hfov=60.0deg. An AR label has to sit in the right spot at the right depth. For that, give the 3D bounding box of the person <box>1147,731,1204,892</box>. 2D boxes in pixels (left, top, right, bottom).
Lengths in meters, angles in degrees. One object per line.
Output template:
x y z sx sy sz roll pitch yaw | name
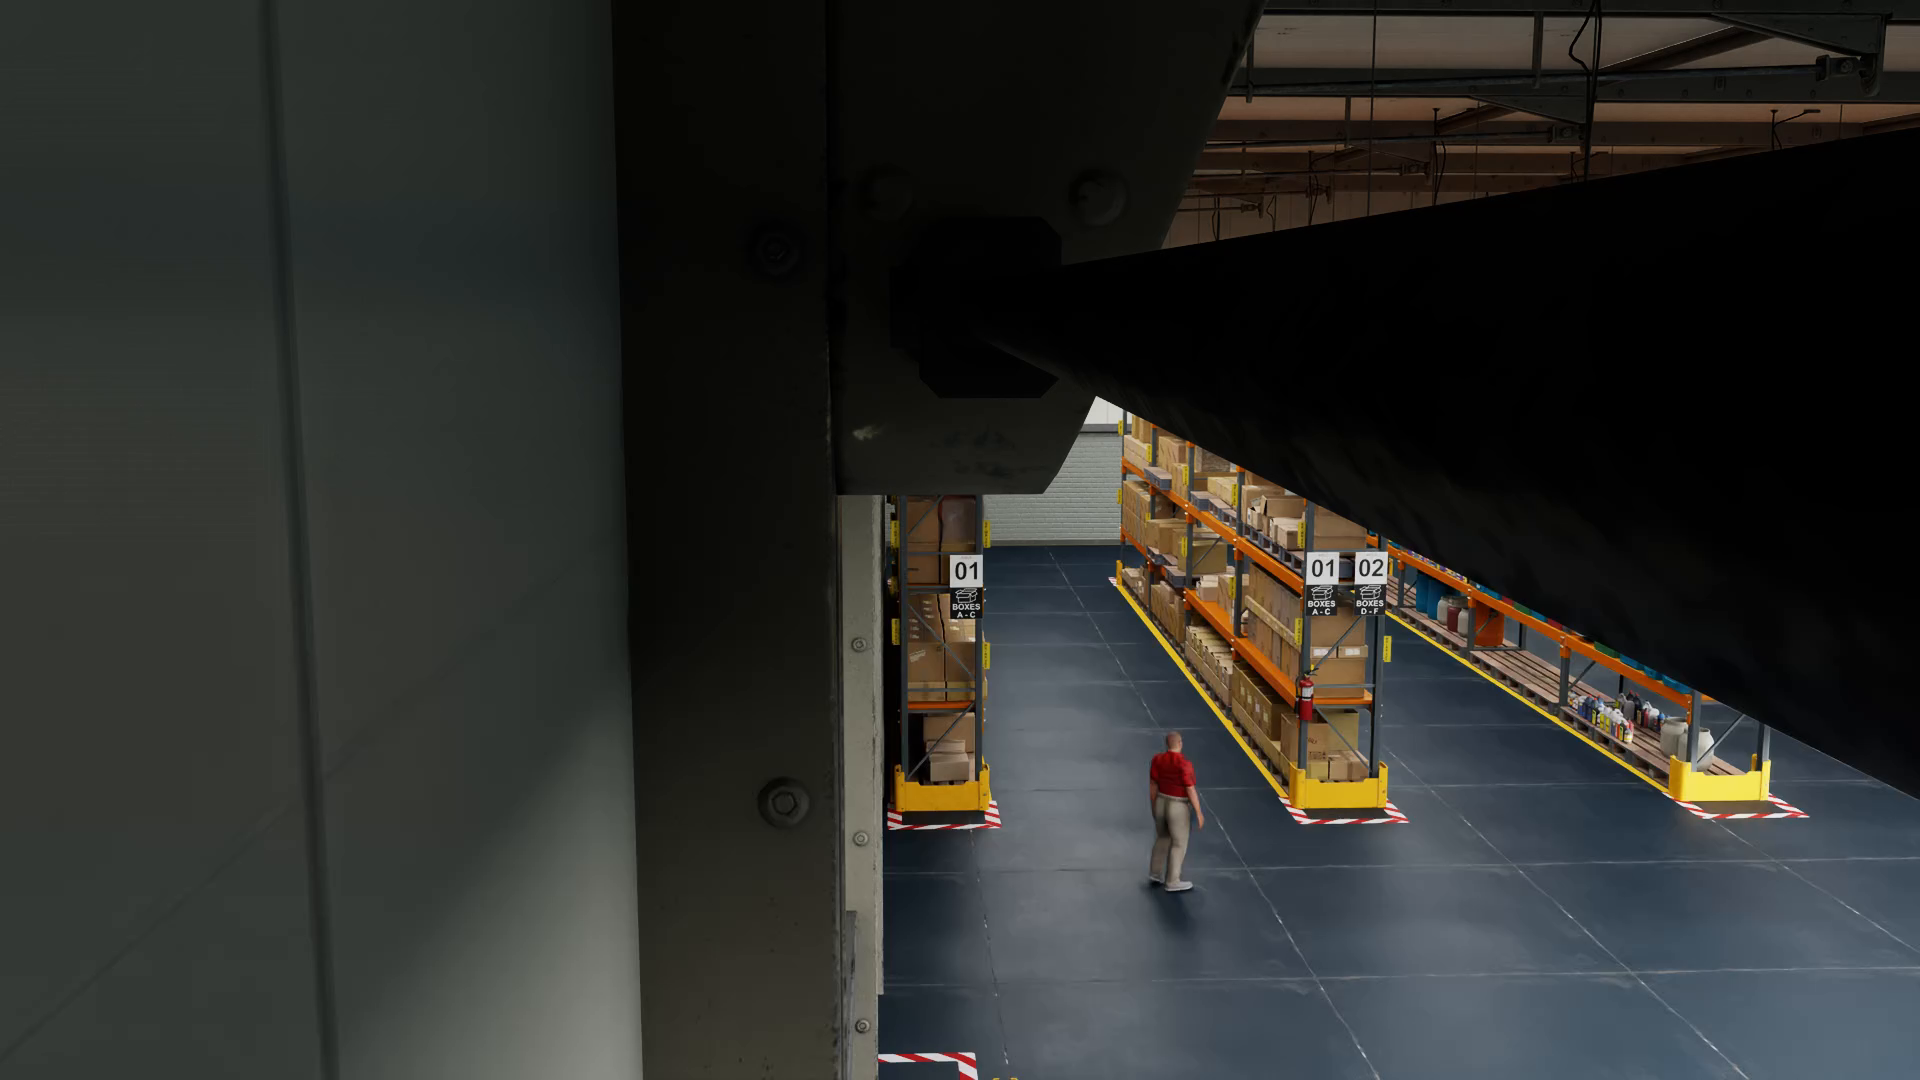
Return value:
2.309 2.910 17.735 0.374 1.765 0.644 -7 11 -41 | person
